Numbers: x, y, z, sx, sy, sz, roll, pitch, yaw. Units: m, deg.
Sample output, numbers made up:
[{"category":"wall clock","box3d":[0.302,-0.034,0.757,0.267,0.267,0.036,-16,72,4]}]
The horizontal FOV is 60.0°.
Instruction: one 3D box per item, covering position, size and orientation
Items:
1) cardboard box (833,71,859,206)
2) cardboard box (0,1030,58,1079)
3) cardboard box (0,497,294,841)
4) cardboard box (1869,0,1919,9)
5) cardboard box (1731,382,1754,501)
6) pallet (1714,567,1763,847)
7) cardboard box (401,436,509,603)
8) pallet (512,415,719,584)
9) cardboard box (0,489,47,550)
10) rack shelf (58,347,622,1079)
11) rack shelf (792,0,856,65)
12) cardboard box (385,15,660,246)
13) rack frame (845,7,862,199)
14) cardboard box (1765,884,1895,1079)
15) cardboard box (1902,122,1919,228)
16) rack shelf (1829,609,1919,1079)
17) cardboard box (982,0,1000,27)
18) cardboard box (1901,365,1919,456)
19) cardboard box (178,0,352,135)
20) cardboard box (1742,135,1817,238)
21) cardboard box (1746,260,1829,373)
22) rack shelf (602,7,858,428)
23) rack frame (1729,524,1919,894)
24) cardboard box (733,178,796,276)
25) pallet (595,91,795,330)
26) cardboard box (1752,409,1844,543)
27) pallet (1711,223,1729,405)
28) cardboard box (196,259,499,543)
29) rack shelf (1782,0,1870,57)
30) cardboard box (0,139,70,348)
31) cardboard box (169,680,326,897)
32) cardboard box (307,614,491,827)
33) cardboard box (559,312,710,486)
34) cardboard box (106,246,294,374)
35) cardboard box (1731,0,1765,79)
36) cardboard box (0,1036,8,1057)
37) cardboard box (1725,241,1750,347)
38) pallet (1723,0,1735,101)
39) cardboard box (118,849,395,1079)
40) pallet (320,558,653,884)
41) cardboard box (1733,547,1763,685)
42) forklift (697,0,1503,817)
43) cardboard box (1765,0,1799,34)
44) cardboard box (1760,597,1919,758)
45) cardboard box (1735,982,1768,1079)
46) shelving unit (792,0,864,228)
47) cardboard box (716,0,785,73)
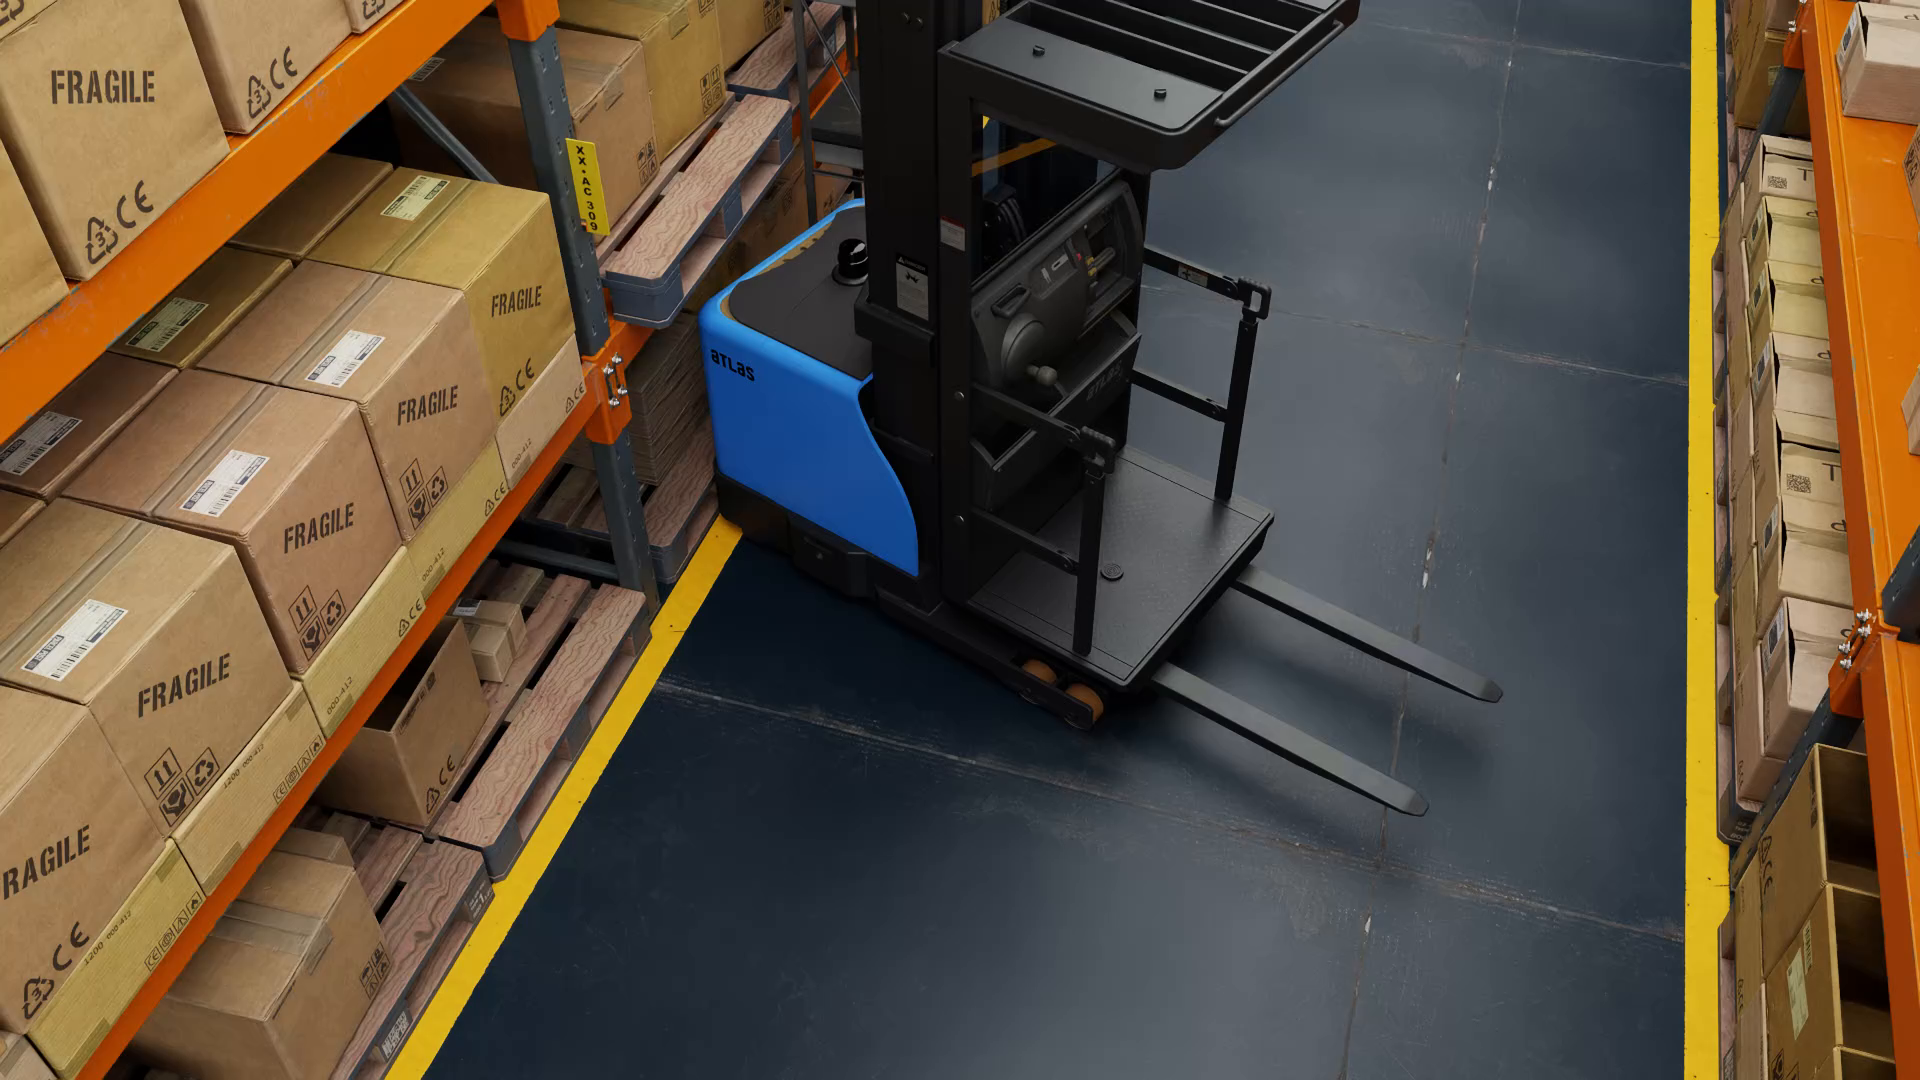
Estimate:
[{"category":"cardboard box","box3d":[-0.883,-1.998,8.120,0.700,0.500,0.500,12,46,12]},{"category":"cardboard box","box3d":[-2.277,1.228,3.443,0.500,0.250,0.500,11,45,11]},{"category":"cardboard box","box3d":[-1.973,0.296,3.860,0.500,0.500,0.500,14,46,14]},{"category":"cardboard box","box3d":[4.123,-2.232,6.950,0.500,0.311,0.500,15,46,15]},{"category":"cardboard box","box3d":[3.377,-0.353,6.631,0.500,0.250,0.500,13,46,13]},{"category":"pallet","box3d":[3.249,0.666,5.918,1.003,0.211,1.213,13,46,13]},{"category":"cardboard box","box3d":[-1.673,-0.121,4.822,0.500,0.250,0.500,13,46,13]},{"category":"pallet","box3d":[-1.425,-0.400,7.008,1.003,0.211,1.213,13,46,13]},{"category":"cardboard box","box3d":[-2.464,0.193,3.965,0.500,0.500,0.500,13,46,13]},{"category":"rack shelf","box3d":[-2.265,0.713,4.391,1.077,0.370,4.000,13,46,13]},{"category":"rack shelf","box3d":[-0.361,-2.114,6.427,0.431,0.518,0.480,14,46,14]},{"category":"cardboard box","box3d":[-1.473,-1.403,5.653,0.700,0.500,0.500,13,46,13]},{"category":"rack frame","box3d":[-0.281,-1.784,7.072,0.400,2.100,0.015,14,46,14]},{"category":"cardboard box","box3d":[2.480,1.312,4.395,0.500,0.500,0.500,13,46,13]},{"category":"cardboard box","box3d":[3.782,-1.411,5.976,0.500,0.500,0.500,10,45,10]},{"category":"rack shelf","box3d":[2.457,1.759,3.322,1.077,0.370,4.000,13,46,13]},{"category":"cardboard box","box3d":[-0.100,-3.388,9.304,0.750,0.750,0.750,12,46,12]},{"category":"cardboard box","box3d":[3.154,-0.408,5.118,0.396,0.266,0.258,12,46,12]},{"category":"cardboard box","box3d":[-1.742,-1.269,3.672,0.500,0.500,0.500,9,45,9]},{"category":"cardboard box","box3d":[3.836,-1.578,7.483,0.500,0.311,0.500,14,46,14]},{"category":"cardboard box","box3d":[3.528,-0.887,6.776,0.500,0.311,0.500,11,46,11]},{"category":"rack shelf","box3d":[-1.054,-1.954,7.116,1.077,0.370,4.000,13,46,13]},{"category":"rack frame","box3d":[3.063,0.169,4.432,1.000,3.000,0.127,13,46,13]},{"category":"cardboard box","box3d":[-1.151,-1.322,7.429,0.700,0.500,0.500,13,46,13]},{"category":"pallet","box3d":[-1.289,-1.288,6.058,1.003,0.211,1.213,13,46,13]},{"category":"cardboard box","box3d":[3.217,-0.210,6.084,0.500,0.311,0.500,12,46,12]},{"category":"pallet","box3d":[3.988,-0.960,7.580,1.003,0.211,1.213,13,46,13]},{"category":"cardboard box","box3d":[-1.653,-0.385,4.555,0.500,0.500,0.500,12,46,12]},{"category":"rack shelf","box3d":[4.880,-3.573,8.771,1.077,0.370,4.000,13,46,13]},{"category":"cardboard box","box3d":[-2.039,-0.555,2.942,0.500,0.500,0.500,15,46,15]},{"category":"cardboard box","box3d":[-1.961,0.553,4.133,0.500,0.250,0.500,13,46,13]},{"category":"cardboard box","box3d":[-1.935,0.559,5.507,0.500,0.500,0.500,9,45,9]},{"category":"cardboard box","box3d":[-1.452,-0.636,6.727,0.700,0.500,0.500,14,46,14]},{"category":"cardboard box","box3d":[-2.161,-0.486,4.659,0.500,0.500,0.500,12,46,12]},{"category":"cardboard box","box3d":[4.491,-2.779,8.918,0.500,0.500,0.500,11,45,11]},{"category":"cardboard box","box3d":[-2.280,0.985,3.155,0.500,0.500,0.500,13,46,13]},{"category":"cardboard box","box3d":[3.684,-1.042,7.336,0.500,0.250,0.500,11,46,11]},{"category":"pallet","box3d":[4.908,-2.801,9.461,1.003,0.211,1.213,13,46,13]},{"category":"cardboard box","box3d":[-2.133,1.224,4.827,0.700,0.500,0.500,10,45,10]},{"category":"pallet","box3d":[-1.829,0.574,6.012,1.003,0.211,1.213,13,46,13]},{"category":"cardboard box","box3d":[3.067,0.327,5.937,0.500,0.250,0.500,12,46,12]},{"category":"forklift","box3d":[0.505,-0.788,5.460,3.031,2.935,1.130,27,51,25]},{"category":"cardboard box","box3d":[4.347,-2.740,8.342,0.500,0.250,0.500,14,46,14]},{"category":"cardboard box","box3d":[2.912,0.471,5.389,0.500,0.311,0.500,13,46,13]},{"category":"cardboard box","box3d":[2.477,1.579,4.657,0.500,0.250,0.500,13,46,13]},{"category":"shelving unit","box3d":[-0.361,-1.623,6.907,0.431,2.100,0.503,14,46,14]},{"category":"cardboard box","box3d":[-1.127,-2.219,6.487,0.700,0.500,0.500,19,47,18]}]
